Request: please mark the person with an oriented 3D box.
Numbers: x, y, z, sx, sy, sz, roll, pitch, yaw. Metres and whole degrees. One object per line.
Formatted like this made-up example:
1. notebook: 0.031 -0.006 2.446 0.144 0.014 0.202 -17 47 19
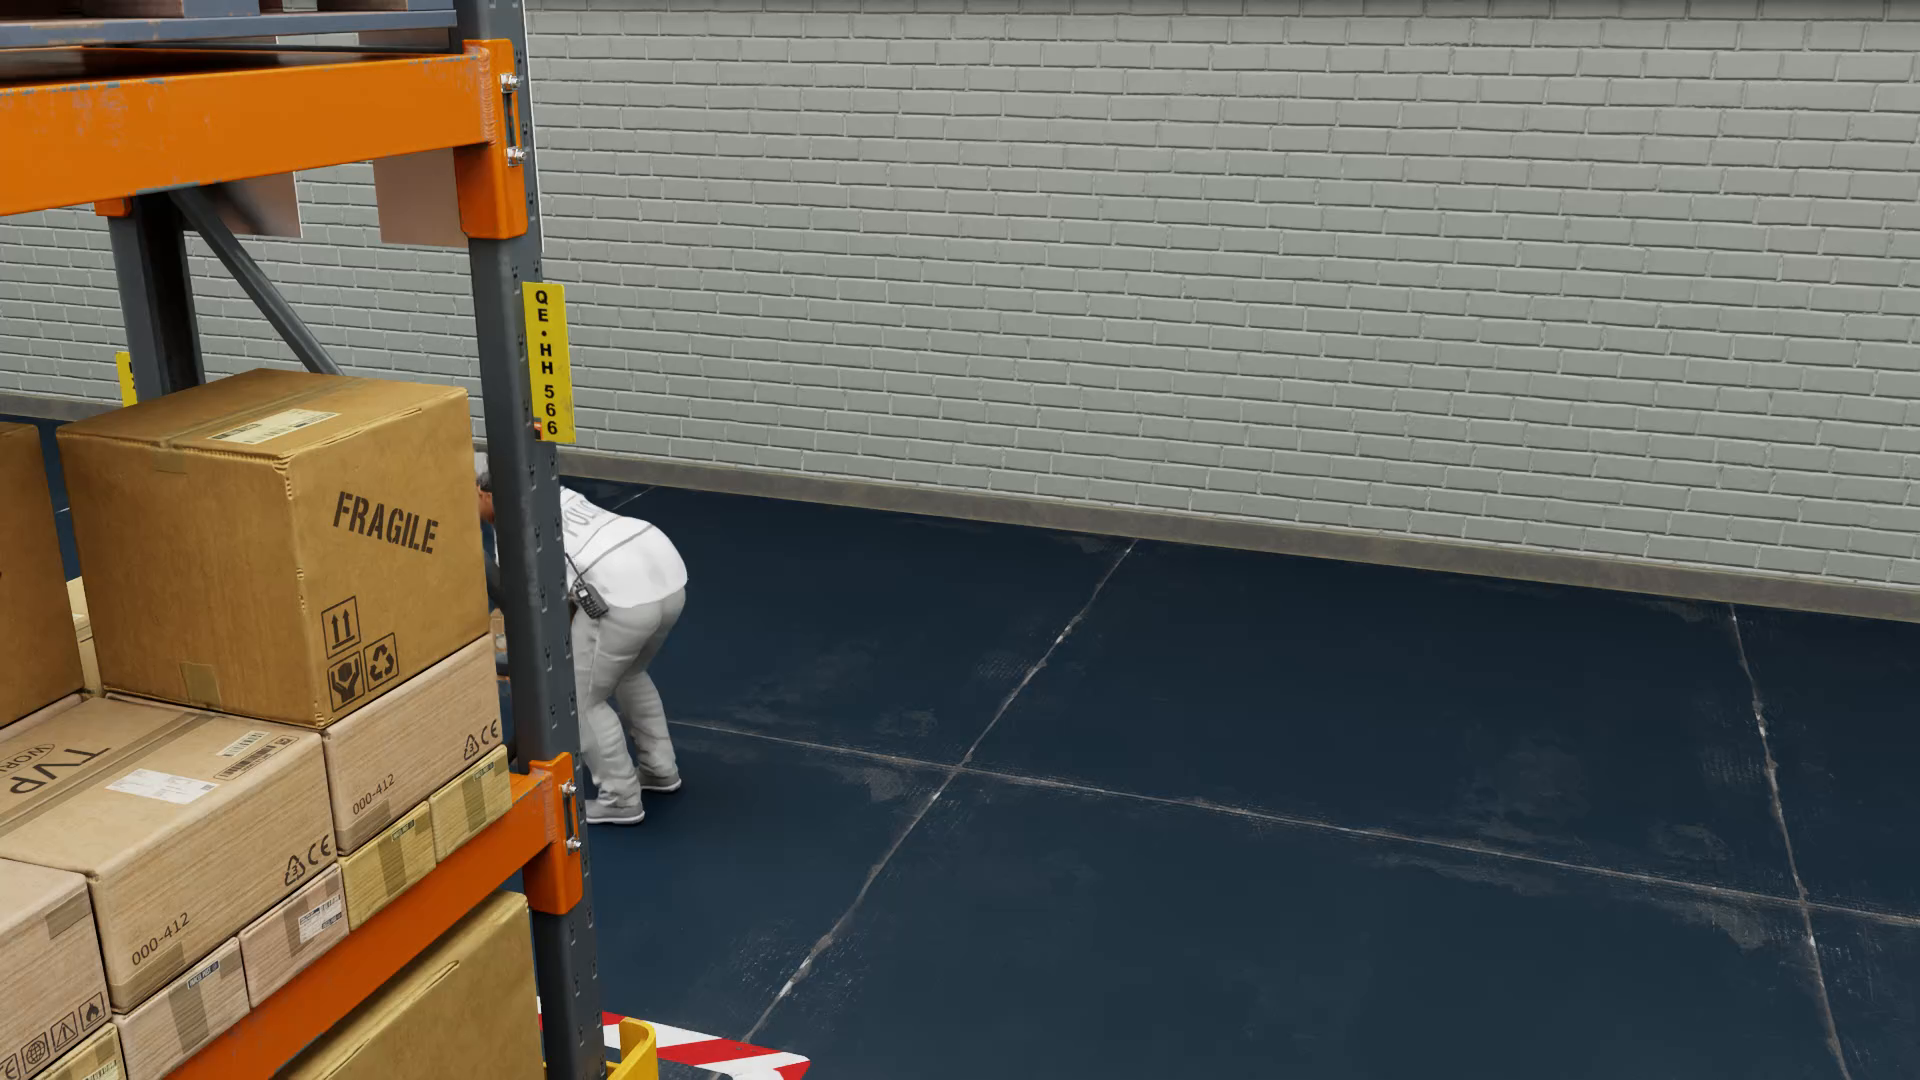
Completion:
1. person: -1.427 0.344 6.091 0.875 1.323 0.458 6 20 17
